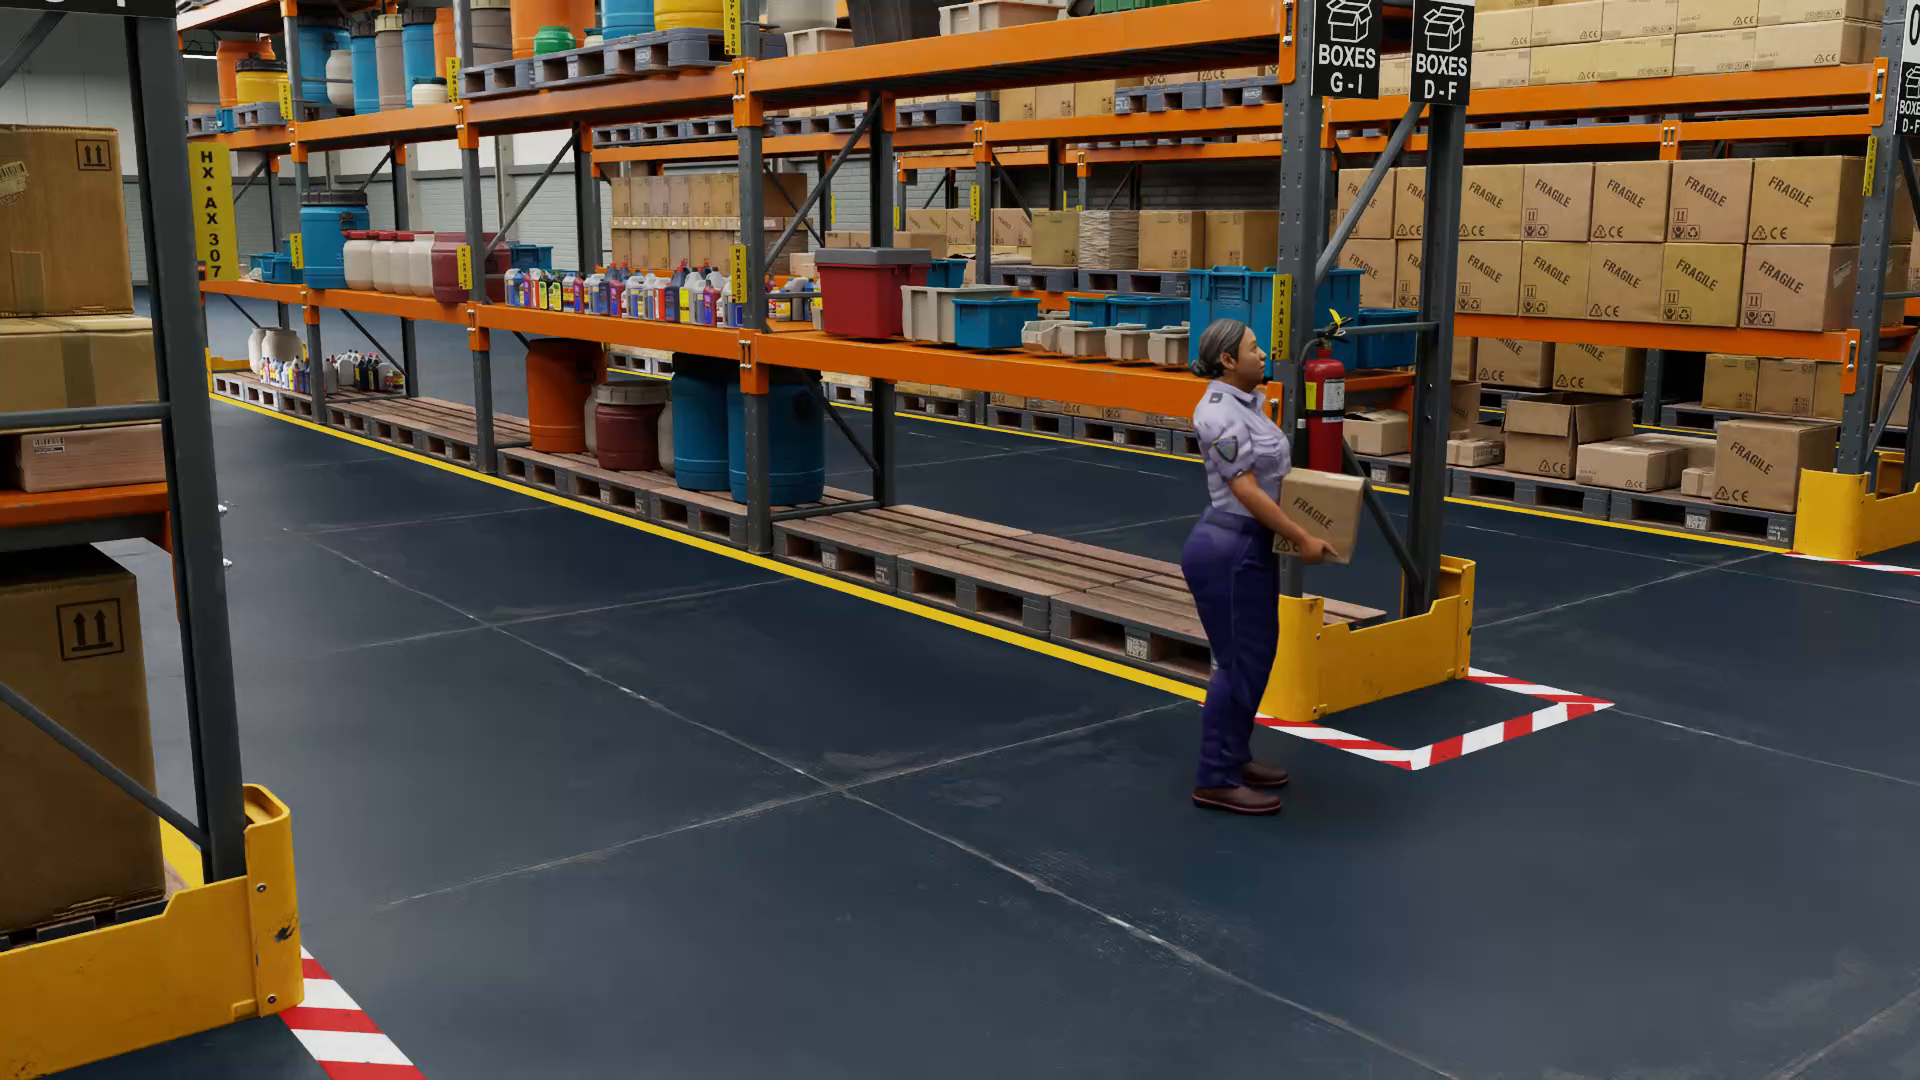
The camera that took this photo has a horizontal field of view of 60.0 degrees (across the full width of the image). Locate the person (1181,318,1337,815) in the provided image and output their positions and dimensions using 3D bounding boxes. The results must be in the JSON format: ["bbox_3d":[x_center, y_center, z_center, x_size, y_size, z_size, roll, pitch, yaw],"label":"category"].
[{"bbox_3d":[1.017,0.078,5.598,0.515,1.634,0.452,3,12,17],"label":"person"}]
